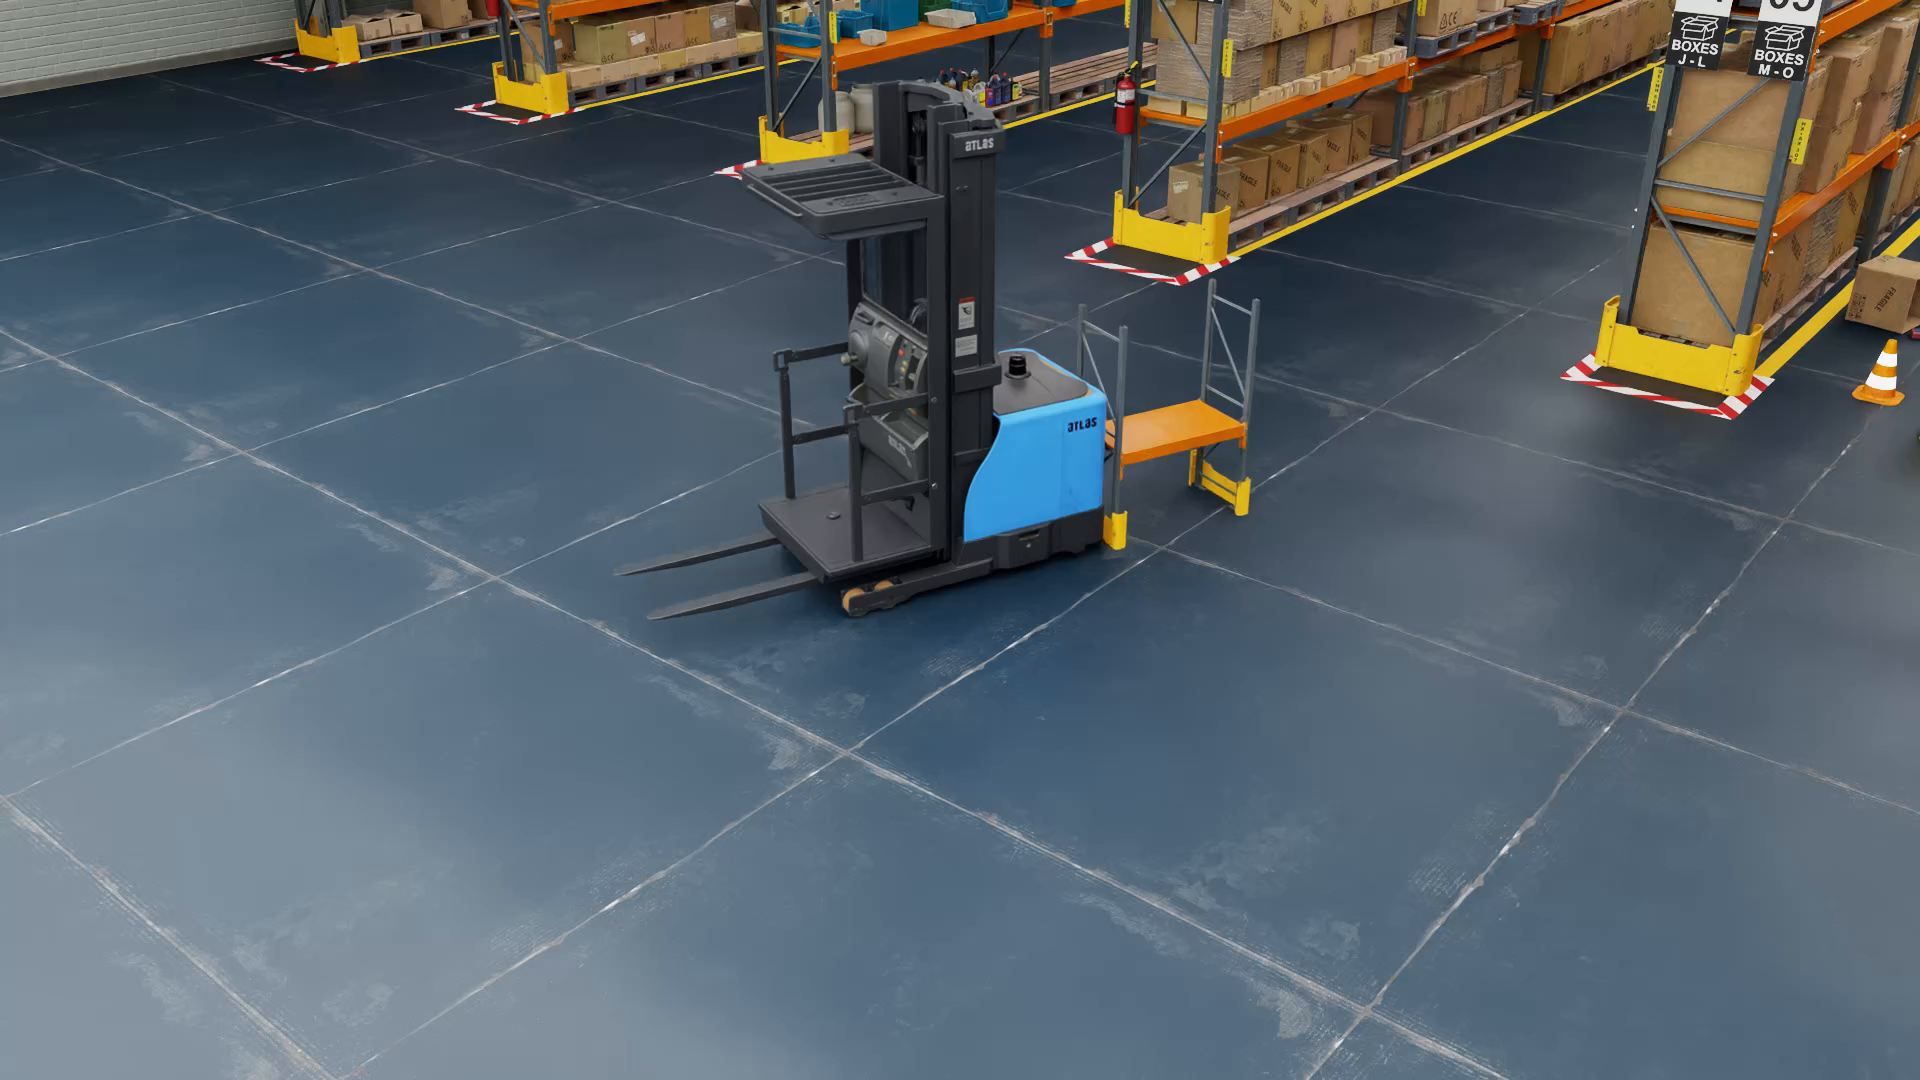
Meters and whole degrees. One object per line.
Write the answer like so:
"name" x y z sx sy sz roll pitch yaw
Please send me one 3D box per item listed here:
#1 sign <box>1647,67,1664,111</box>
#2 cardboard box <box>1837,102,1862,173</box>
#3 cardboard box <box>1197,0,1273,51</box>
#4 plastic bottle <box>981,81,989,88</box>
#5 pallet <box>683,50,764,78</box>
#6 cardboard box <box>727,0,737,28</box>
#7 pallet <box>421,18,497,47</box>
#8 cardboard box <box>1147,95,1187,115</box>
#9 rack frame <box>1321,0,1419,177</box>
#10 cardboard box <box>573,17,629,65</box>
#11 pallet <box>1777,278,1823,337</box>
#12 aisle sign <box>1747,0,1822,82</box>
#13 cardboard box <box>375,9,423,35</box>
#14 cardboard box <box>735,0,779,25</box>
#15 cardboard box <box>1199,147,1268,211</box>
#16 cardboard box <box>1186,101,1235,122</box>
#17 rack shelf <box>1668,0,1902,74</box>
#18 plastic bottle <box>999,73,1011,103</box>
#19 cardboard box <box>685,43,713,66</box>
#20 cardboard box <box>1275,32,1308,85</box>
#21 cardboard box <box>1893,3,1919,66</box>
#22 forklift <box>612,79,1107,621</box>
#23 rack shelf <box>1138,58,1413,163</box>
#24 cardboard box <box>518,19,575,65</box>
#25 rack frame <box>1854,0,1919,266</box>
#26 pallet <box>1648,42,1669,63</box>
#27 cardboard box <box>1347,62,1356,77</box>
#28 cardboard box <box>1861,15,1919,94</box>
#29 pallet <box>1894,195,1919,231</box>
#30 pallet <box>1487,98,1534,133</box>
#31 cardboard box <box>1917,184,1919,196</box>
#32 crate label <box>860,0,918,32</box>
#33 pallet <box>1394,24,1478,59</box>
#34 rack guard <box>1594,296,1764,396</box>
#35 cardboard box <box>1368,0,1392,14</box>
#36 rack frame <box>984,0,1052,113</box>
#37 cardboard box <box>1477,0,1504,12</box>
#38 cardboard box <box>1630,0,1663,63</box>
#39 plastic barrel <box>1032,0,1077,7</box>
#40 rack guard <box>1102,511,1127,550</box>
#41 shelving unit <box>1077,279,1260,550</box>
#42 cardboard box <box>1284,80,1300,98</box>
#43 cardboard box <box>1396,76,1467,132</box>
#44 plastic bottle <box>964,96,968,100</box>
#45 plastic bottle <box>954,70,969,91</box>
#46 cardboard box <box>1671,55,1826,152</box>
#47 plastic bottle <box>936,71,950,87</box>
"sign" 5.369 -3.471 12.809 0.100 0.325 0.005 21 34 34
"cardboard box" 7.072 -3.463 14.148 0.875 0.550 0.500 21 34 34
"cardboard box" 2.576 -4.910 15.587 0.500 0.500 0.500 21 34 34
"plastic bottle" 0.299 -5.679 21.080 0.152 0.276 0.135 21 34 34
"pallet" -3.619 -6.980 24.145 1.003 0.211 1.213 21 34 34
"cardboard box" -3.618 -7.714 24.248 0.500 0.500 0.500 21 34 34
"pallet" -8.082 -8.013 26.142 1.003 0.211 1.213 21 34 34
"cardboard box" 2.038 -4.223 16.055 0.380 0.149 0.250 21 34 34
"rack frame" 4.561 -5.592 18.427 1.000 3.000 0.127 21 34 34
"cardboard box" -4.796 -6.671 22.233 0.500 0.500 0.500 21 34 34
"pallet" 7.004 -2.187 14.879 1.003 0.211 1.213 21 34 34
"aisle sign" 5.966 -3.730 11.998 0.394 0.787 0.004 21 34 34
"cardboard box" -8.578 -7.939 25.411 0.500 0.311 0.500 24 36 38
"cardboard box" -3.045 -7.930 24.872 0.500 0.311 0.500 21 34 34
"cardboard box" 2.780 -3.688 17.011 0.500 0.500 0.500 -18 32 -31
"cardboard box" 2.382 -4.093 15.803 0.380 0.149 0.250 21 34 34
"rack shelf" 7.051 -4.410 13.660 1.077 0.370 4.000 21 34 34
"plastic bottle" 0.551 -5.746 21.128 0.144 0.351 0.185 20 33 33
"cardboard box" -3.840 -6.869 23.432 0.500 0.250 0.500 21 34 34
"cardboard box" 2.964 -4.914 16.684 0.875 0.500 0.500 21 34 34
"cardboard box" 8.635 -4.773 15.646 0.700 0.500 0.500 20 33 34
"forklift" -0.615 -1.118 9.852 3.031 2.935 1.130 -14 31 -26
"rack shelf" 3.288 -4.563 17.221 1.077 0.370 4.000 21 34 34
"cardboard box" -5.514 -6.646 22.183 0.500 0.500 0.500 21 34 34
"rack frame" 8.324 -4.106 15.555 1.000 3.000 0.127 21 34 34
"pallet" 10.193 -7.436 25.027 1.003 0.211 1.213 21 34 34
"cardboard box" 3.945 -4.990 17.536 0.380 0.149 0.250 21 34 34
"cardboard box" 7.802 -4.303 14.596 0.875 0.550 0.550 21 34 34
"pallet" 9.532 -3.598 17.607 1.003 0.211 1.213 21 34 34
"pallet" 6.607 -5.495 21.274 1.003 0.211 1.213 21 34 34
"cardboard box" 9.858 -4.211 17.749 1.050 0.750 0.750 21 34 35
"crate label" -0.844 -6.369 19.889 0.502 0.435 0.616 21 34 34
"pallet" 5.159 -5.735 18.912 1.003 0.211 1.213 21 34 34
"rack guard" 5.764 -1.569 13.372 1.175 0.500 0.348 21 34 34
"cardboard box" 4.170 -5.795 17.298 0.500 0.500 0.500 21 34 34
"rack frame" 0.739 -7.039 21.225 1.000 3.000 0.127 21 34 34
"cardboard box" 6.253 -6.467 19.807 0.396 0.266 0.258 20 33 33
"cardboard box" 9.257 -7.438 23.851 1.225 0.875 0.875 21 34 35
"plastic barrel" 1.218 -7.310 21.203 0.600 0.901 0.708 21 34 34
"rack guard" 0.903 -0.172 10.943 0.087 0.250 0.587 -14 31 -26
"shelving unit" 1.337 -0.840 10.873 1.083 1.500 0.587 -14 31 -26
"cardboard box" 3.171 -4.539 16.664 0.380 0.149 0.250 21 34 34
"cardboard box" 5.641 -5.250 20.008 0.700 0.500 0.500 18 32 30
"plastic bottle" 0.064 -5.390 20.604 0.097 0.201 0.097 0 27 0
"plastic bottle" 0.016 -5.851 21.332 0.144 0.351 0.185 21 34 34
"cardboard box" 6.045 -3.355 12.764 0.875 0.550 0.550 21 34 34
"plastic bottle" -0.215 -5.826 21.284 0.144 0.351 0.185 19 33 32
